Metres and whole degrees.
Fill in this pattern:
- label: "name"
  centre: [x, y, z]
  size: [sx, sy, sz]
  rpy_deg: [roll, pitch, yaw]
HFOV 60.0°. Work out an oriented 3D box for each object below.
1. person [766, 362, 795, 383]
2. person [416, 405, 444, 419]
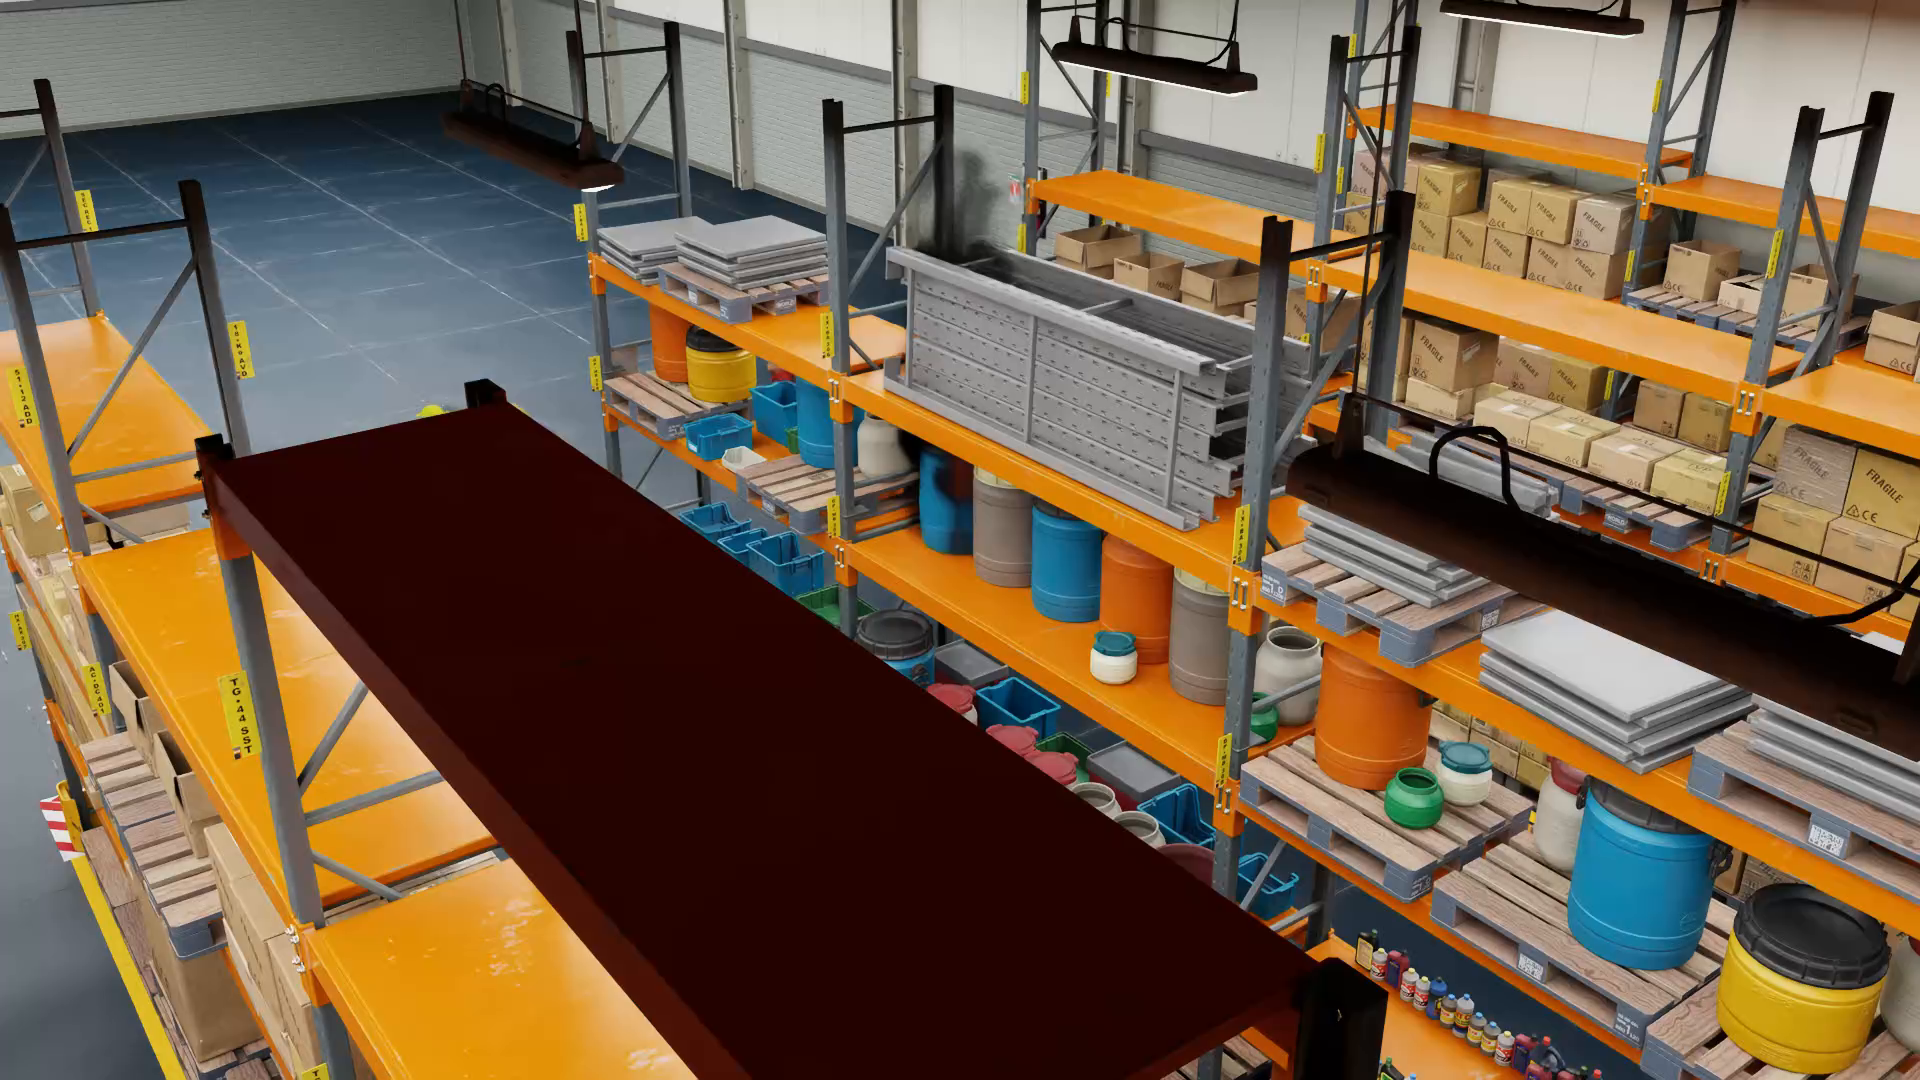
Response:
- label: "person"
  centre: [-2.131, -1.466, 20.107]
  size: [0.793, 1.678, 0.700]
  rpy_deg: [-3, 25, -6]
- label: "person"
  centre: [-5.608, -0.627, 18.193]
  size: [0.897, 1.802, 0.681]
  rpy_deg: [-6, 26, -13]
